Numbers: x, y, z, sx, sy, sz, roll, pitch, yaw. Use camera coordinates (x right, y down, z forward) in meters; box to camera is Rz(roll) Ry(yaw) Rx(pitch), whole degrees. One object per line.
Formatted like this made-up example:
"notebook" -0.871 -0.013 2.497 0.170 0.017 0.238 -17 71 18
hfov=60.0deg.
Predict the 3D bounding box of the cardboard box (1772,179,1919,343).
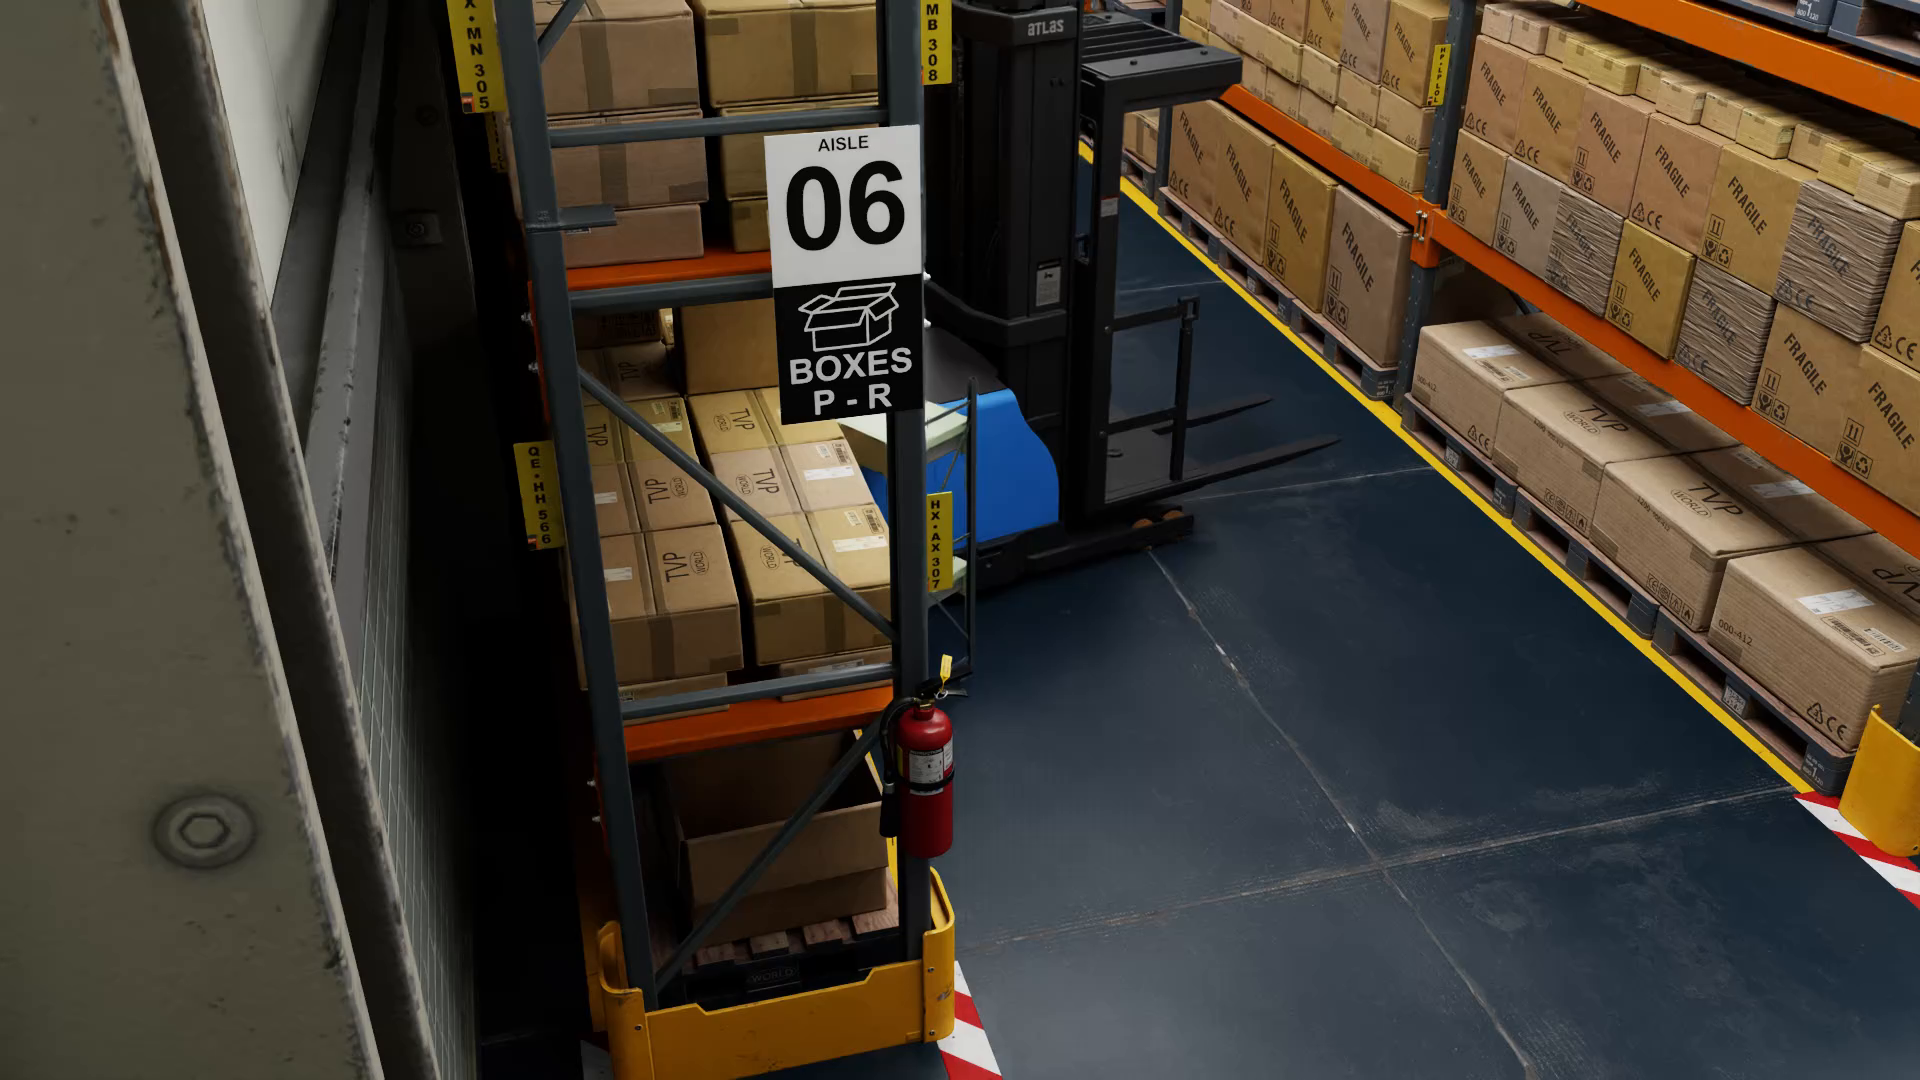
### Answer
"cardboard box" 3.667 -1.133 6.615 0.500 0.500 0.500 -8 31 -13

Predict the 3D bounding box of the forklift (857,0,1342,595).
"forklift" 0.644 -1.426 8.288 3.031 2.935 1.130 -15 33 -24

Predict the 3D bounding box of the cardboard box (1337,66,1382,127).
"cardboard box" 2.639 -2.711 10.091 0.500 0.250 0.500 -7 31 -12

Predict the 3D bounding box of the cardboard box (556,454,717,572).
"cardboard box" -1.107 -0.045 5.686 0.500 0.250 0.500 -8 31 -13

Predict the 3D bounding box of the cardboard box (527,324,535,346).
"cardboard box" -2.193 -1.016 9.586 0.500 0.500 0.500 -9 31 -15

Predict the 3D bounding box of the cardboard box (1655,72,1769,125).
"cardboard box" 3.350 -1.970 7.415 0.380 0.149 0.250 -8 31 -13

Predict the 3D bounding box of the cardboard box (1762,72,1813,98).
"cardboard box" 3.877 -2.047 7.546 0.380 0.149 0.250 -8 31 -13

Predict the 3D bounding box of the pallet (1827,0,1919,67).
"pallet" 3.985 -1.824 6.001 1.003 0.211 1.213 -8 31 -13

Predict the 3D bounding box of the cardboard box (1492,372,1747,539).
"cardboard box" 3.431 -0.462 8.692 0.875 0.438 0.875 -9 31 -15

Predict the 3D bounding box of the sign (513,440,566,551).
"sign" -1.133 -0.119 4.490 0.100 0.325 0.005 -8 31 -13

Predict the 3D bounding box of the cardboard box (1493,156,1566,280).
"cardboard box" 3.132 -1.677 8.553 0.500 0.500 0.500 -8 31 -13

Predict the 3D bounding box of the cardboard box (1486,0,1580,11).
"cardboard box" 3.290 -2.866 9.609 0.500 0.500 0.500 -7 31 -13

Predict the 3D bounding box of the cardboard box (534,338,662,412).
"cardboard box" -1.509 -0.775 6.947 0.500 0.250 0.500 -7 31 -12

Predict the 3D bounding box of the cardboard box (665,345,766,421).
"cardboard box" -0.882 -0.596 6.638 0.500 0.250 0.500 -9 31 -15

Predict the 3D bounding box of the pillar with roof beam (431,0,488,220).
"pillar with roof beam" 0.219 -7.088 12.012 9.100 9.000 0.400 -8 31 -13

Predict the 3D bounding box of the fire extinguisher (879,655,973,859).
"fire extinguisher" -0.108 0.659 5.066 0.296 0.674 0.183 -8 31 -13

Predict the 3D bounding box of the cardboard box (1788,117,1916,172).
"cardboard box" 3.635 -1.606 6.785 0.380 0.149 0.250 -8 31 -14

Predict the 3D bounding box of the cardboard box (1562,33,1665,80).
"cardboard box" 3.163 -2.341 8.055 0.380 0.149 0.250 -8 31 -14

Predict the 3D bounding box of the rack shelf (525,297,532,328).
"rack shelf" -2.185 -2.132 10.157 1.077 0.370 4.000 -8 31 -13

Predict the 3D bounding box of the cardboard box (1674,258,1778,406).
"cardboard box" 3.544 -0.939 7.279 0.500 0.500 0.500 -7 31 -12

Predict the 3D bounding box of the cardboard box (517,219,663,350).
"cardboard box" -1.516 -1.111 6.779 0.500 0.500 0.500 -9 31 -15

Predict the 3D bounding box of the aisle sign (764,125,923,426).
"aisle sign" -0.292 -0.676 4.329 0.394 0.787 0.004 -8 31 -13

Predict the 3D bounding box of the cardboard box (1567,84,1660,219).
"cardboard box" 3.276 -1.859 7.869 0.500 0.500 0.500 -7 31 -12

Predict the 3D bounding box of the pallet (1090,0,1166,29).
"pallet" 1.777 -4.318 13.407 1.213 0.211 1.003 -8 31 -13

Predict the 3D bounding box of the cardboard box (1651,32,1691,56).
"cardboard box" 3.625 -2.406 8.167 0.380 0.149 0.250 -8 31 -14

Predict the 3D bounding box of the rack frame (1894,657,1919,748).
"rack frame" 4.192 -0.207 6.113 1.000 3.000 0.127 -8 31 -13

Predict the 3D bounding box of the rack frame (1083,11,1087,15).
"rack frame" 1.007 -6.003 16.126 1.000 3.000 0.127 -8 31 -13

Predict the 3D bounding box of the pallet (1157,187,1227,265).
"pallet" 2.205 -2.473 12.812 1.003 0.211 1.213 -8 31 -13

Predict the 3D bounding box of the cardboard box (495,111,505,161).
"cardboard box" -1.121 -1.332 4.915 0.500 0.250 0.500 -8 31 -13

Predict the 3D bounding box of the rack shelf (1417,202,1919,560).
"rack shelf" 3.661 -0.861 7.962 1.077 0.370 4.000 -8 31 -13

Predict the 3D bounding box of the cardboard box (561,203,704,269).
"cardboard box" -0.901 -0.858 4.495 0.380 0.149 0.250 -7 31 -12

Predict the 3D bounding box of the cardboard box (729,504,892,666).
"cardboard box" -0.454 0.136 5.373 0.500 0.250 0.500 -8 31 -13

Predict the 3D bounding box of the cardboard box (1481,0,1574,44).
"cardboard box" 2.964 -2.709 8.690 0.380 0.149 0.250 -8 31 -14

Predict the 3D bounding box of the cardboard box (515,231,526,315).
"cardboard box" -2.623 -1.773 10.895 0.500 0.500 0.500 -6 31 -11

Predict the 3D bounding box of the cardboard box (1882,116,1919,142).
"cardboard box" 4.060 -1.674 6.903 0.380 0.149 0.250 -8 31 -13

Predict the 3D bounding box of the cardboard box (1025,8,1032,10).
"cardboard box" 0.591 -5.569 16.954 0.500 0.500 0.500 -8 31 -14

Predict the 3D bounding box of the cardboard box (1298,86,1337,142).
"cardboard box" 2.518 -2.749 10.655 0.500 0.250 0.500 -9 31 -15

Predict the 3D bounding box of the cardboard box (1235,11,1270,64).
"cardboard box" 2.221 -3.452 11.371 0.500 0.250 0.500 -8 31 -13

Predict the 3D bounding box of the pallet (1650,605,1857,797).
"pallet" 3.904 0.624 7.461 1.003 0.211 1.213 -8 31 -13

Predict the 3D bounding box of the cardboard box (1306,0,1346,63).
"cardboard box" 2.509 -3.294 10.348 0.500 0.500 0.500 -7 31 -12

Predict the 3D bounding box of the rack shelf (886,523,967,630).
"rack shelf" -0.344 0.197 7.550 0.720 0.370 0.431 25 39 35

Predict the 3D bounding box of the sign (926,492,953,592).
"sign" -0.070 0.008 4.878 0.100 0.325 0.005 -8 31 -13

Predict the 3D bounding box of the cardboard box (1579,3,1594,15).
"cardboard box" 3.519 -2.789 8.829 0.380 0.149 0.250 -8 31 -14

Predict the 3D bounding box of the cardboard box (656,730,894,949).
"cardboard box" -0.664 1.046 6.022 0.797 0.503 0.637 -9 31 -15

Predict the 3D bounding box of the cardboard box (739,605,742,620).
"cardboard box" -0.631 0.129 5.783 0.380 0.149 0.250 -8 31 -14

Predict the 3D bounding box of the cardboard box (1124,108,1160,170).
"cardboard box" 1.928 -3.389 13.815 0.950 0.372 0.625 -10 32 -17

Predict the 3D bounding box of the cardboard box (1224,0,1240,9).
"cardboard box" 2.105 -4.038 11.634 0.500 0.500 0.500 -8 31 -13

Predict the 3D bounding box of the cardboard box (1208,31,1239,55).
"cardboard box" 2.109 -3.490 11.936 0.500 0.250 0.500 -9 31 -15

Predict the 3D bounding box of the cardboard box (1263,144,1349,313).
"cardboard box" 2.641 -2.125 11.129 0.875 0.875 0.875 -7 31 -12

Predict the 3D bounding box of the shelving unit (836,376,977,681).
"shelving unit" -0.344 -0.084 7.383 0.755 1.500 0.431 25 39 35
